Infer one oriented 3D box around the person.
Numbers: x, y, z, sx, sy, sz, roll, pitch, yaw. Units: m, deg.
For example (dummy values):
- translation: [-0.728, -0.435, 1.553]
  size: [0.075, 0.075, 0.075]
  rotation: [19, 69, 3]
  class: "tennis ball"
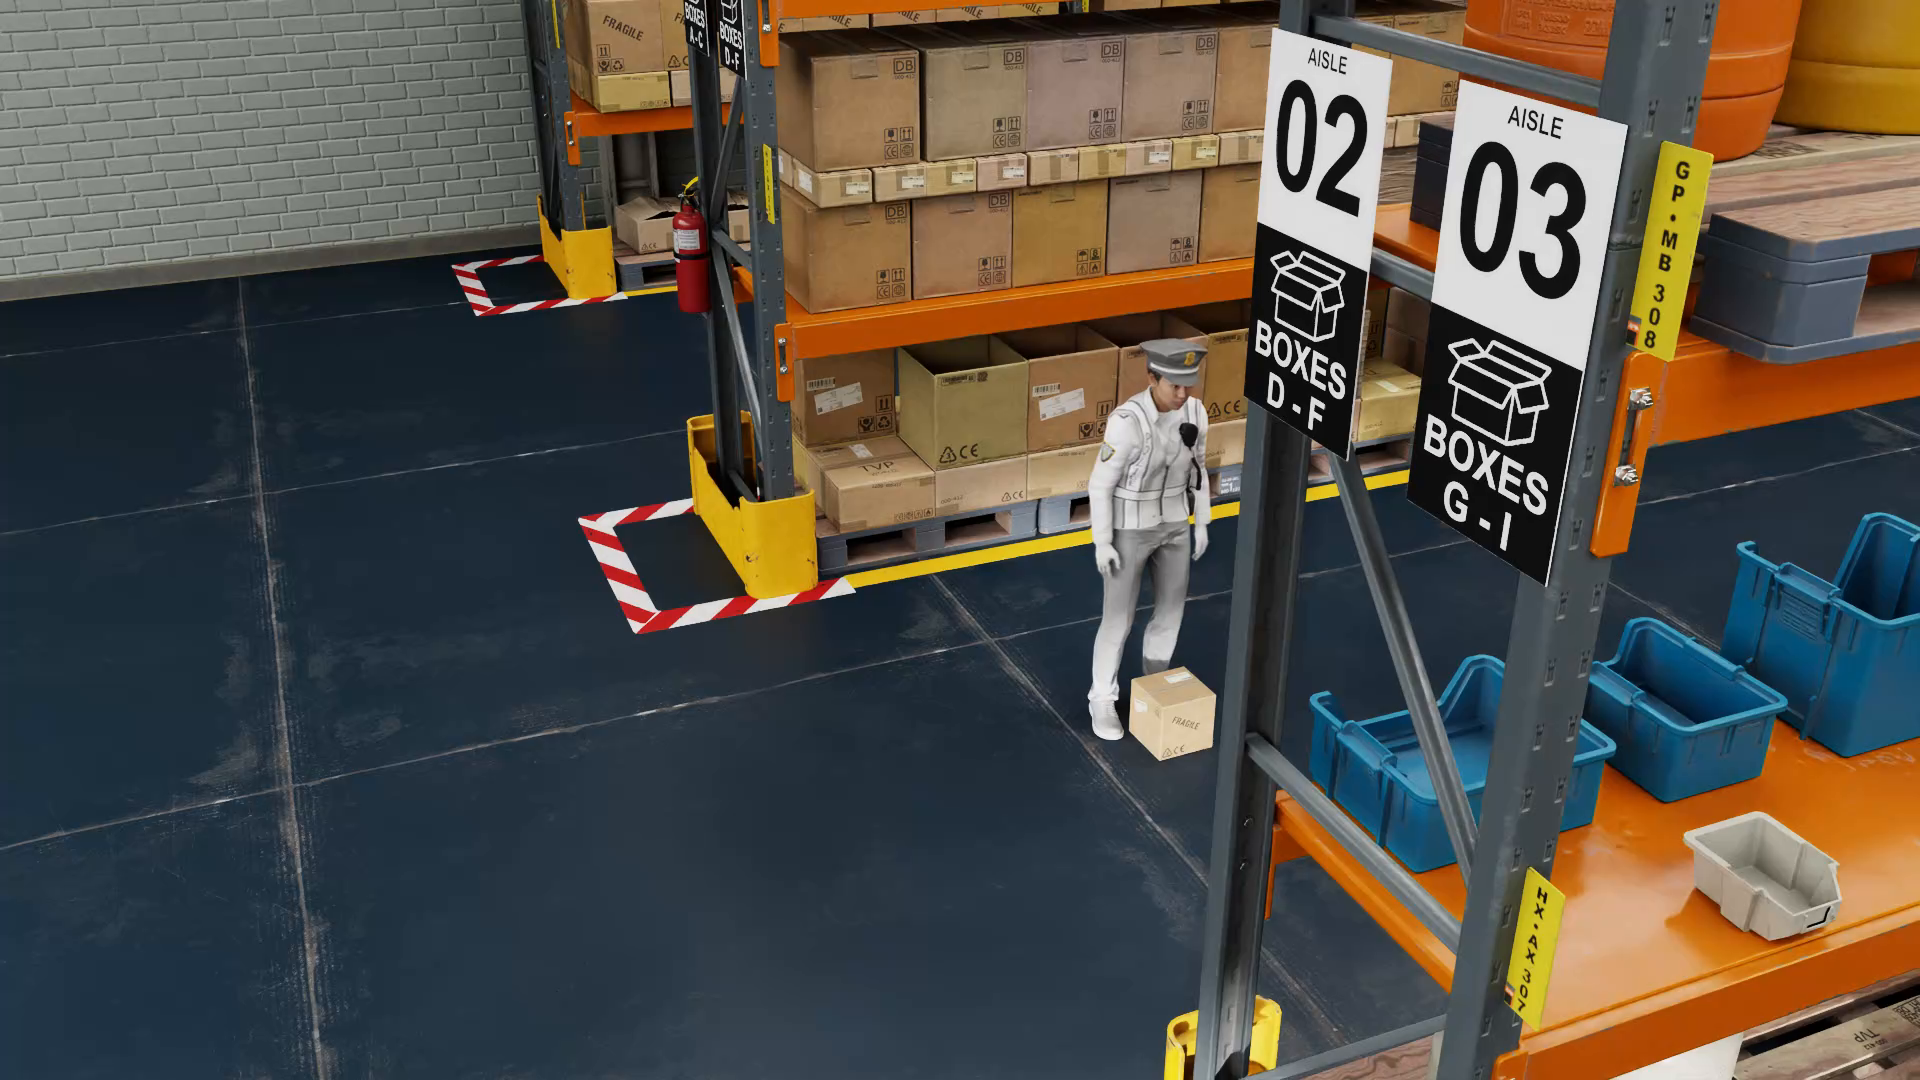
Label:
- translation: [0.765, -0.023, 6.655]
  size: [0.533, 1.663, 0.378]
  rotation: [-11, 28, -21]
  class: "person"
